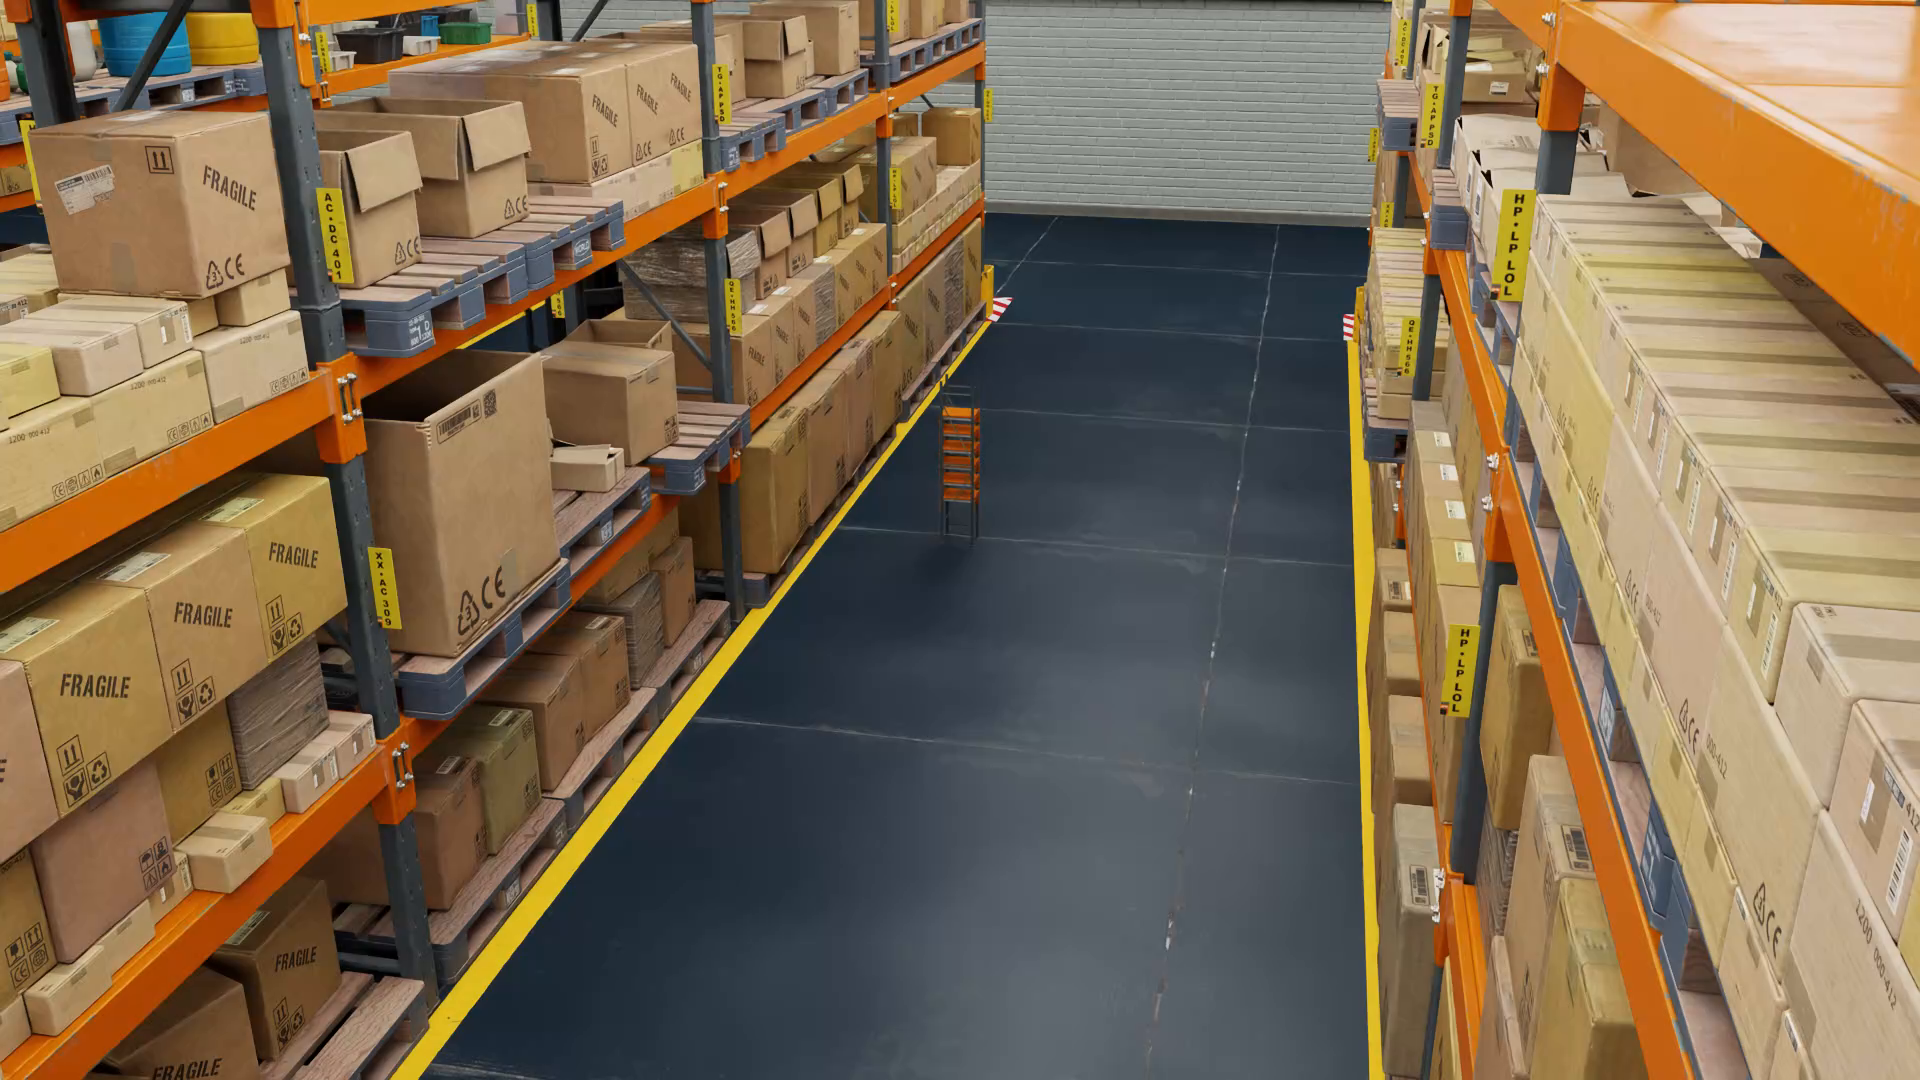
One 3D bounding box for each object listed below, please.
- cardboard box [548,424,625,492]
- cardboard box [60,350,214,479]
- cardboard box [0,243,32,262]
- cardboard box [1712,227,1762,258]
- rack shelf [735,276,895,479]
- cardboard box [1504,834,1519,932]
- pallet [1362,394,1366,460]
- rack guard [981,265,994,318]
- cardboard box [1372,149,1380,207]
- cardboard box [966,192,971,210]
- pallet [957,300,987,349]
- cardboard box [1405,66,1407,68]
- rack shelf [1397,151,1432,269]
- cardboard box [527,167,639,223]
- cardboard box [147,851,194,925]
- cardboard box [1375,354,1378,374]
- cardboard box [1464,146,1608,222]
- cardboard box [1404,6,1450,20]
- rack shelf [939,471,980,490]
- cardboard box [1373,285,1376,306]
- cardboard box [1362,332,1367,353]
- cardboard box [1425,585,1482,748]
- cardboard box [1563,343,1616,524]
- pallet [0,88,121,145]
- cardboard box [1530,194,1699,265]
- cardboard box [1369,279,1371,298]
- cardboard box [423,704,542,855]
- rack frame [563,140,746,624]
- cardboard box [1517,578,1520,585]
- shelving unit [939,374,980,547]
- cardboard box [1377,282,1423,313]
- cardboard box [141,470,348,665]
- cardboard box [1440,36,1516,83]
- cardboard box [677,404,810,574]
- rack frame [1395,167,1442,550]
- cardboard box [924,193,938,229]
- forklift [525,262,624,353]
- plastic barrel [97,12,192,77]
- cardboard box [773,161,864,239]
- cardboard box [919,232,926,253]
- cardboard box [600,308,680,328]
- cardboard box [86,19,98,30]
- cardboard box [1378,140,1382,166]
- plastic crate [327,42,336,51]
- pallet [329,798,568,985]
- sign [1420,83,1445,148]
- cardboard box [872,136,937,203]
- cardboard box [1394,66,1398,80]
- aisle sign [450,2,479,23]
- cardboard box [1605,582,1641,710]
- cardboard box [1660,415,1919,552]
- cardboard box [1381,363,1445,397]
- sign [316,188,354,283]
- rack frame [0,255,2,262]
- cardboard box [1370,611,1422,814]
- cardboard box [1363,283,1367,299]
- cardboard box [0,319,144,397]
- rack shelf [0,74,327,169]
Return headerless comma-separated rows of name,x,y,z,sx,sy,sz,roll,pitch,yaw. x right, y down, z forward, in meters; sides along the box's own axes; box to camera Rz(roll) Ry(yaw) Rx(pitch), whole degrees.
cardboard box,-1.951,-0.420,8.500,0.396,0.266,0.258,4,22,9
cardboard box,-2.645,-0.400,5.018,0.500,0.250,0.500,5,22,12
cardboard box,-10.377,-2.871,17.721,0.797,0.503,0.637,4,22,11
cardboard box,2.685,-1.049,6.068,0.380,0.149,0.250,4,22,11
rack shelf,-1.467,-1.316,12.069,1.077,0.370,4.000,4,22,11
cardboard box,1.991,1.229,4.587,0.875,0.550,0.550,4,22,11
pallet,3.879,-0.921,13.858,1.003,0.211,1.213,4,22,11
rack guard,-0.237,-2.693,17.872,1.175,0.500,0.348,4,22,11
cardboard box,4.231,-3.470,15.923,0.500,0.500,0.500,6,23,13
cardboard box,-0.096,-3.385,16.579,0.380,0.149,0.250,5,22,11
pallet,-0.329,-2.252,17.163,1.003,0.211,1.213,4,22,11
cardboard box,3.622,-3.708,12.562,0.500,0.250,0.500,3,22,8
rack shelf,3.368,-2.292,10.478,1.077,0.370,4.000,4,22,11
cardboard box,-1.925,-1.682,8.200,0.500,0.250,0.500,5,22,12
cardboard box,-2.739,1.121,5.391,0.380,0.149,0.250,4,22,11
cardboard box,2.770,-1.073,10.276,0.380,0.149,0.250,4,22,10
cardboard box,2.390,-1.476,6.910,0.500,0.311,0.500,4,22,10
cardboard box,3.625,-4.030,12.828,0.380,0.149,0.250,4,22,11
rack shelf,-0.003,-0.399,11.678,0.258,0.103,0.180,4,22,11
cardboard box,3.037,-1.690,11.411,0.380,0.149,0.250,5,23,13
cardboard box,3.996,-1.856,15.700,0.380,0.149,0.250,5,22,12
cardboard box,2.092,0.517,6.420,0.500,0.500,0.500,4,22,10
cardboard box,1.566,-0.215,3.463,0.500,0.250,0.500,4,22,10
pallet,-6.472,-2.872,11.207,1.003,0.211,1.213,4,22,11
cardboard box,1.737,-0.819,4.430,0.380,0.149,0.250,5,22,11
cardboard box,3.195,-1.834,12.165,0.380,0.149,0.250,5,22,12
cardboard box,-2.429,1.104,7.854,0.700,0.500,0.500,4,22,11
rack frame,-1.875,-0.918,10.119,1.000,3.000,0.127,4,22,11
cardboard box,2.240,0.267,5.702,0.700,0.500,0.500,4,22,10
shelving unit,-0.003,-0.551,11.616,0.258,1.200,0.189,4,22,11
cardboard box,2.878,-1.544,10.651,0.380,0.149,0.250,6,23,14
cardboard box,-2.513,0.082,5.765,0.500,0.500,0.500,4,22,11
cardboard box,2.879,-2.653,9.251,0.396,0.266,0.258,4,22,11
cardboard box,-1.713,-0.378,11.060,1.225,0.875,0.875,3,22,8
rack frame,2.960,-0.503,9.088,1.000,3.000,0.127,4,22,11
cardboard box,-0.500,-2.973,15.023,0.500,0.250,0.500,5,22,12
forklift,-3.018,-2.317,13.683,1.130,2.935,3.031,-16,27,-34
plastic barrel,-6.106,-3.942,12.377,0.600,0.901,0.708,4,22,11
cardboard box,-1.181,-2.659,12.963,0.797,0.503,0.637,4,22,10
cardboard box,-0.514,-2.636,14.721,0.380,0.149,0.250,4,22,9
cardboard box,-2.017,-1.164,10.595,0.500,0.500,0.500,5,23,13
cardboard box,-9.786,-5.714,18.213,0.500,0.250,0.500,4,22,11
cardboard box,4.017,-3.560,14.807,0.500,0.500,0.500,4,22,10
plastic crate,-6.020,-4.522,15.404,0.293,0.136,0.466,4,22,11
pallet,-2.533,1.553,7.715,1.003,0.211,1.213,4,22,11
sign,2.430,-2.177,8.536,0.100,0.325,0.005,4,22,11
cardboard box,-0.501,-3.323,14.889,0.500,0.500,0.500,4,22,9
cardboard box,3.829,-3.856,13.597,0.500,0.250,0.500,4,22,10
aisle sign,-5.367,-5.477,17.957,0.394,0.787,0.004,4,22,11
cardboard box,1.376,0.201,2.964,0.380,0.149,0.250,5,22,12
cardboard box,1.324,-0.077,2.588,0.380,0.149,0.250,4,22,10
cardboard box,2.615,-0.935,9.536,0.380,0.149,0.250,5,22,12
sign,-2.158,-1.048,5.734,0.100,0.325,0.005,4,22,11
rack frame,-6.723,-1.296,11.056,1.000,3.000,0.127,4,22,11
cardboard box,2.573,0.881,8.099,1.050,0.750,0.750,5,22,12
cardboard box,4.153,-2.412,16.284,0.380,0.149,0.250,3,22,8
cardboard box,-2.616,-0.529,4.805,0.380,0.149,0.250,4,22,9
rack shelf,-6.315,-3.085,12.446,1.077,0.370,4.000,4,22,11
